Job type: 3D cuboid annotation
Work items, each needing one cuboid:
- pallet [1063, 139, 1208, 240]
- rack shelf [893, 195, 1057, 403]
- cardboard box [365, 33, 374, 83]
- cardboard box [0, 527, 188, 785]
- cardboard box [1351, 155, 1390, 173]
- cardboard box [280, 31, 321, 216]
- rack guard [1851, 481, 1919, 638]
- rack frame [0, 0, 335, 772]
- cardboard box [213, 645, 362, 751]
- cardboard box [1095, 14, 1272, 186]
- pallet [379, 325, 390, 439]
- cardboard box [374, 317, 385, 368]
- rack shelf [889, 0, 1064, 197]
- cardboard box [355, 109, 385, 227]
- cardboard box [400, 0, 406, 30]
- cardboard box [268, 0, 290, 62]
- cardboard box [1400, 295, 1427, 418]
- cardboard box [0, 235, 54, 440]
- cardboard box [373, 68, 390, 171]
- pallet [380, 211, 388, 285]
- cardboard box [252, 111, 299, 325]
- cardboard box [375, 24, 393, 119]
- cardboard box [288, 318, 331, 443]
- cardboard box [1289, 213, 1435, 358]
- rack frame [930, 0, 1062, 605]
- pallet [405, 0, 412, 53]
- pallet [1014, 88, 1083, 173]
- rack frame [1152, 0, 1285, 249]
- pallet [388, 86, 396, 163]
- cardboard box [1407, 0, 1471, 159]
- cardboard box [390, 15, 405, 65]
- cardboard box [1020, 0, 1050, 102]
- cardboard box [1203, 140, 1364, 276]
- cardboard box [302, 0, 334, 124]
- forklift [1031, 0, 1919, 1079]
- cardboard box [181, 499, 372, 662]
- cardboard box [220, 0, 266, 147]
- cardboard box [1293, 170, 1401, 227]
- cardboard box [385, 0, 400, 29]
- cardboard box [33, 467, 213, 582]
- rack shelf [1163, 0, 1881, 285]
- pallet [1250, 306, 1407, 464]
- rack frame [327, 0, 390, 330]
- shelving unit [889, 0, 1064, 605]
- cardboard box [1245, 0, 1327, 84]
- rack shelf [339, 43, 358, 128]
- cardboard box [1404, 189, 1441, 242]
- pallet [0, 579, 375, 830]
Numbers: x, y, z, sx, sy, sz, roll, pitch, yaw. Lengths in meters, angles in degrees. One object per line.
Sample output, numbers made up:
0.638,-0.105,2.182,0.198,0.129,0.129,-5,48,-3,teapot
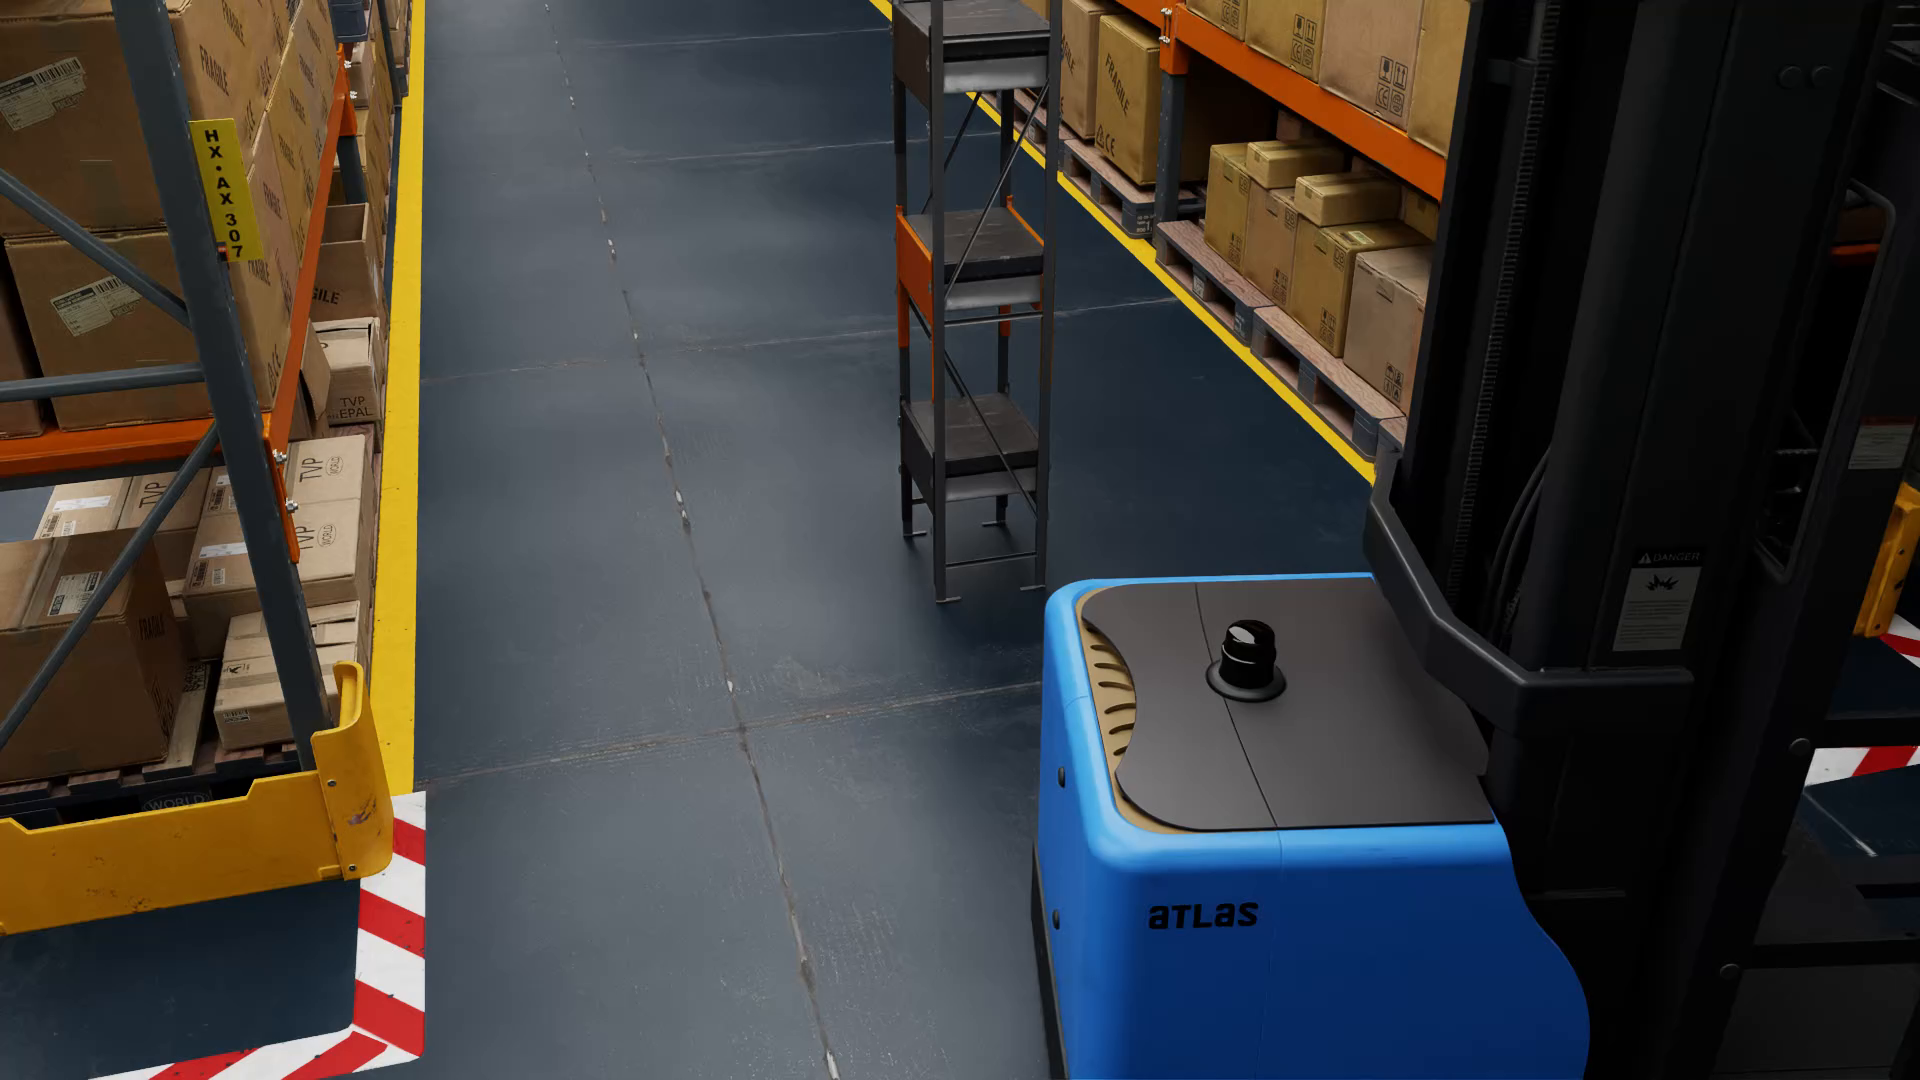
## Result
1.258,-2.085,9.642,1.003,0.211,1.213,-8,31,-13,pallet
0.044,-0.817,5.593,0.431,0.518,0.480,-8,31,-13,rack shelf
-3.532,-2.694,9.217,0.500,0.250,0.500,-8,31,-14,cardboard box
-2.559,0.324,4.752,0.500,0.500,0.500,-8,31,-13,cardboard box
2.001,-1.651,7.536,0.380,0.149,0.250,-9,31,-15,cardboard box
-2.444,-1.363,5.510,0.500,0.500,0.500,-7,31,-13,cardboard box
2.604,0.096,5.586,1.175,0.500,0.348,-8,31,-13,rack guard
-2.177,-0.337,3.838,1.000,3.000,0.127,-8,31,-13,rack frame
-1.957,0.458,4.871,0.380,0.149,0.250,-8,31,-13,cardboard box
1.238,-2.478,9.263,0.750,0.750,0.750,-7,31,-13,cardboard box
-3.058,-0.730,7.302,1.003,0.211,1.213,-8,31,-13,pallet
-2.657,-0.815,7.071,0.380,0.149,0.250,-8,31,-13,cardboard box
0.044,-1.423,5.242,0.431,0.518,0.480,-8,31,-13,rack shelf
-3.285,-1.900,8.594,0.500,0.500,0.500,-7,31,-13,cardboard box
-4.435,-3.978,12.454,0.500,0.250,0.500,-9,31,-15,cardboard box
-2.451,-1.802,5.271,0.500,0.500,0.500,-8,31,-14,cardboard box
2.183,-0.664,6.479,0.700,0.500,0.500,-8,31,-13,cardboard box
-2.559,-0.561,4.125,0.500,0.500,0.500,-7,31,-12,cardboard box
-3.544,-2.387,9.435,0.500,0.500,0.500,-9,31,-15,cardboard box
-3.491,-1.450,8.545,1.003,0.211,1.213,-8,31,-13,pallet
-2.183,-0.878,4.674,0.500,0.500,0.500,-8,31,-14,cardboard box
-3.826,-2.889,10.303,0.500,0.500,0.500,-7,31,-11,cardboard box
-2.735,-0.473,6.125,0.797,0.503,0.637,-8,31,-13,cardboard box
1.900,-1.164,7.342,0.700,0.500,0.500,-7,31,-12,cardboard box
0.109,-0.711,5.382,0.400,2.100,0.015,-8,31,-13,rack frame
-4.802,-3.985,12.924,1.003,0.211,1.213,-8,31,-13,pallet
0.931,-2.676,10.662,1.003,0.211,1.213,-8,31,-13,pallet
1.536,-2.930,8.317,1.000,3.000,0.127,-8,31,-13,rack frame
-4.139,-2.629,10.581,1.003,0.211,1.213,-8,31,-13,pallet
2.249,-1.722,5.932,0.980,0.700,0.700,-8,31,-14,cardboard box
-4.157,-3.485,11.602,0.500,0.250,0.500,-8,31,-13,cardboard box
0.769,-3.316,10.712,0.750,0.750,0.750,-8,31,-14,cardboard box
1.636,-1.655,8.191,0.700,0.500,0.500,-7,31,-13,cardboard box
-2.721,-1.856,6.363,0.500,0.500,0.500,-7,31,-12,cardboard box
1.722,-0.044,3.400,3.031,2.935,1.130,-1,30,-3,forklift
-2.181,0.120,5.353,0.500,0.250,0.500,-8,31,-13,cardboard box
-2.187,-1.314,4.428,0.500,0.500,0.500,-8,31,-13,cardboard box
1.689,-1.494,7.265,0.380,0.149,0.250,-9,31,-15,cardboard box
-4.157,-3.728,11.462,0.500,0.311,0.500,-7,31,-12,cardboard box
-2.782,-0.030,5.614,0.500,0.250,0.500,-8,31,-13,cardboard box
2.067,-1.652,6.829,1.077,0.370,4.000,-8,31,-13,rack shelf
1.990,-0.755,7.343,1.003,0.211,1.213,-8,31,-13,pallet
-3.239,-2.269,7.176,1.000,3.000,0.127,-8,31,-13,rack frame
0.044,-0.829,5.586,0.431,2.100,0.503,-8,31,-13,shelving unit
1.853,-2.442,7.175,0.980,0.700,0.700,-9,31,-15,cardboard box
-3.770,-2.924,9.025,1.077,0.370,4.000,-8,31,-13,rack shelf
2.136,-1.404,7.110,0.380,0.149,0.250,-8,31,-14,cardboard box
-2.410,0.448,5.266,1.003,0.211,1.213,-8,31,-13,pallet
